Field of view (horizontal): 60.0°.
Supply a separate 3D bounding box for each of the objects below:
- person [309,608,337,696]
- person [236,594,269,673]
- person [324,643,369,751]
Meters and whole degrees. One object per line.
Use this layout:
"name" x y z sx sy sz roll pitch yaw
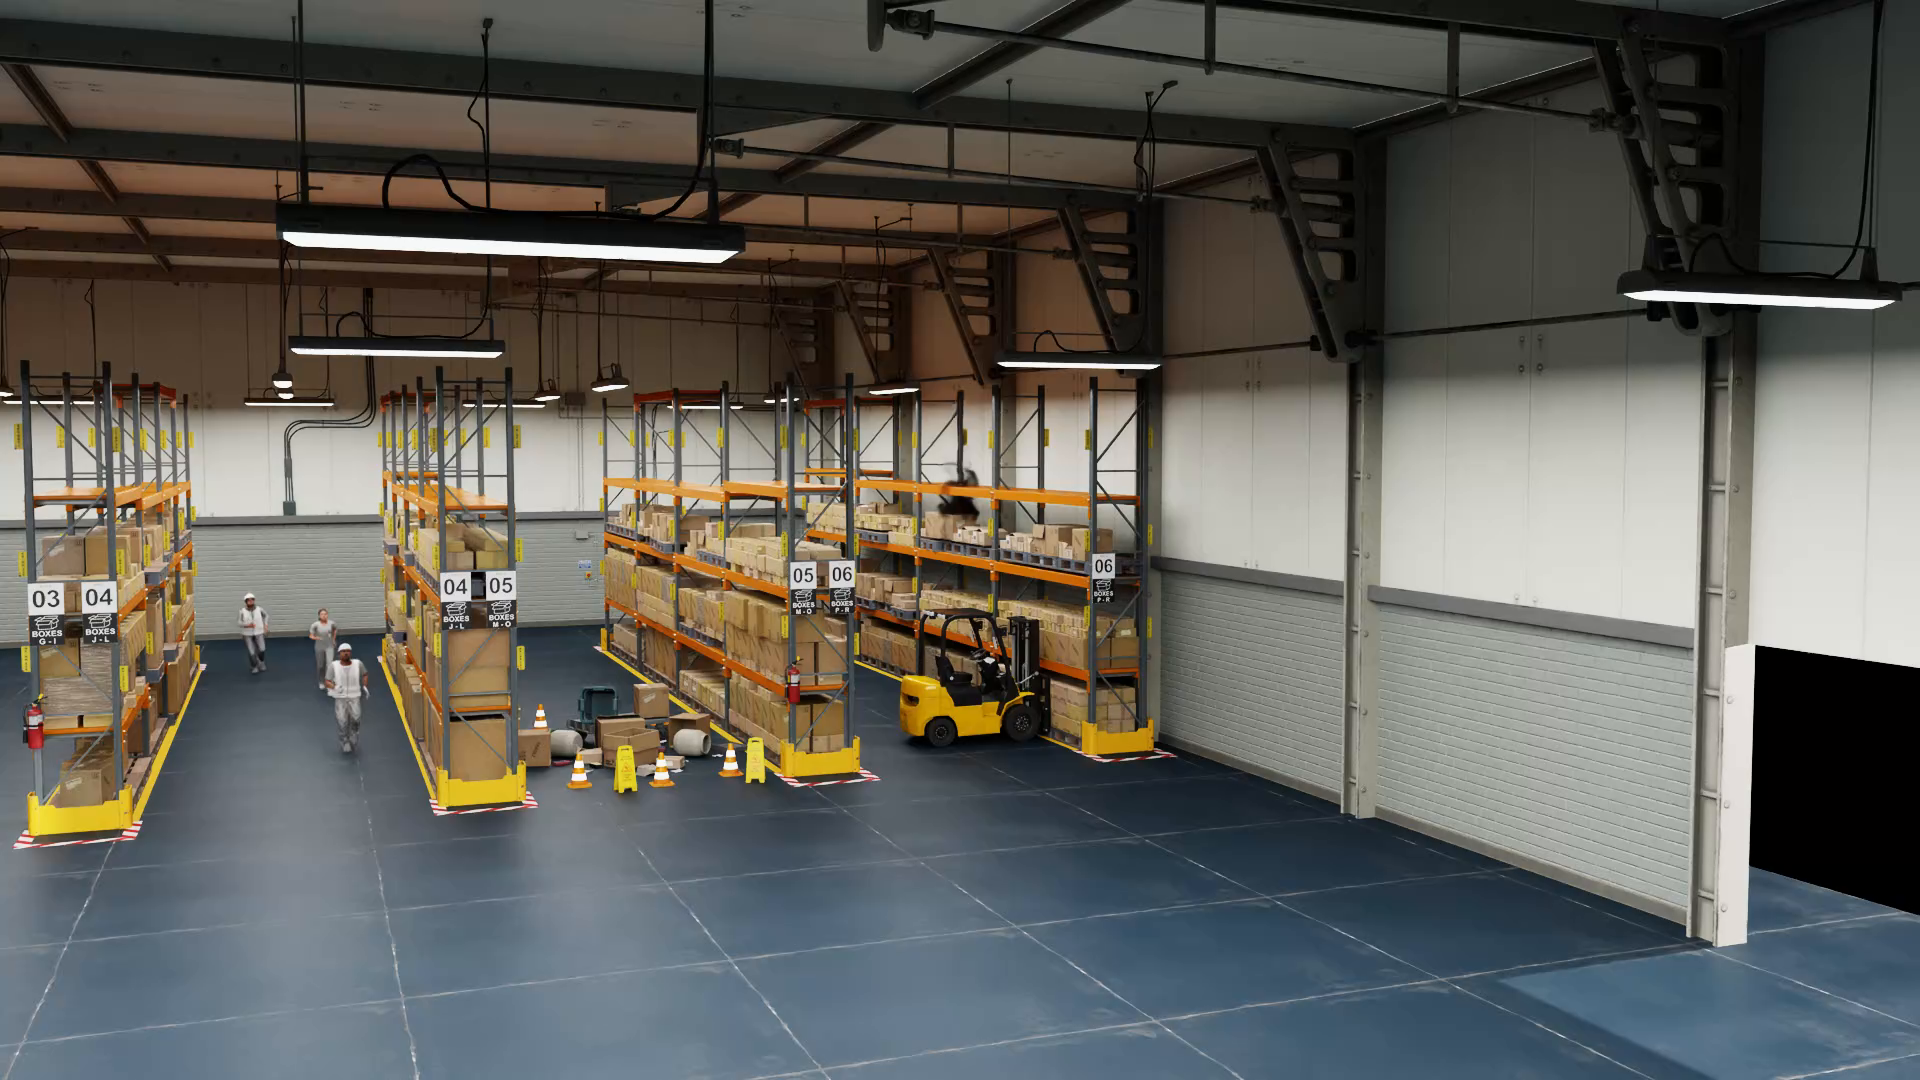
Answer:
"person" -12.568 2.184 32.847 0.518 1.696 0.887 -1 4 -22
"person" -15.087 2.003 35.506 0.656 1.714 0.601 -2 4 -26
"person" -9.808 2.527 26.634 0.678 1.739 0.583 -2 4 -25
